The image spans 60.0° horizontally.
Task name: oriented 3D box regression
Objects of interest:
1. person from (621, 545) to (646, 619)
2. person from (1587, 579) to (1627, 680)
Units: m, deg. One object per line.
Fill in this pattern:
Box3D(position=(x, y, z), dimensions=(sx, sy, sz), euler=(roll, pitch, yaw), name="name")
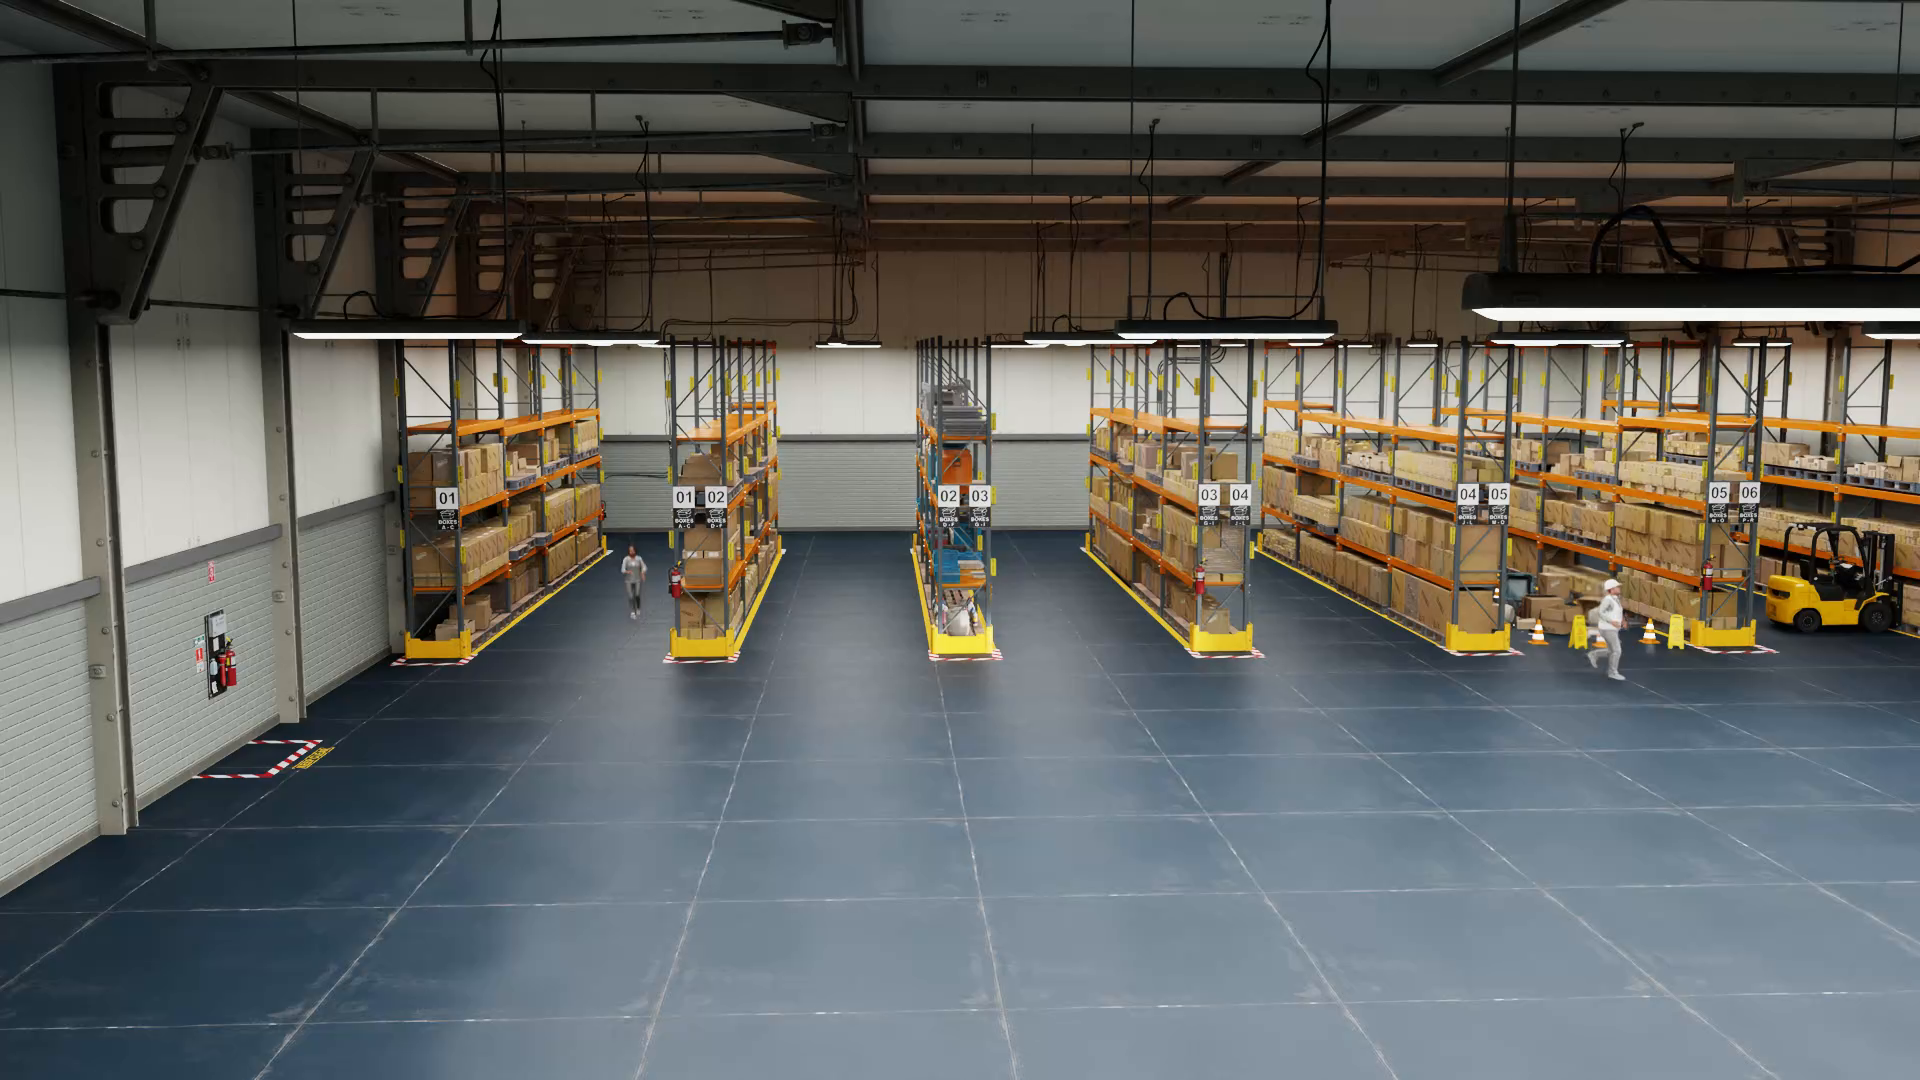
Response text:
Box3D(position=(-6.949, 0.904, 35.440), dimensions=(0.510, 1.578, 0.644), euler=(-1, 7, -10), name="person")
Box3D(position=(11.348, 1.558, 29.187), dimensions=(0.711, 1.757, 0.664), euler=(5, 8, 38), name="person")
